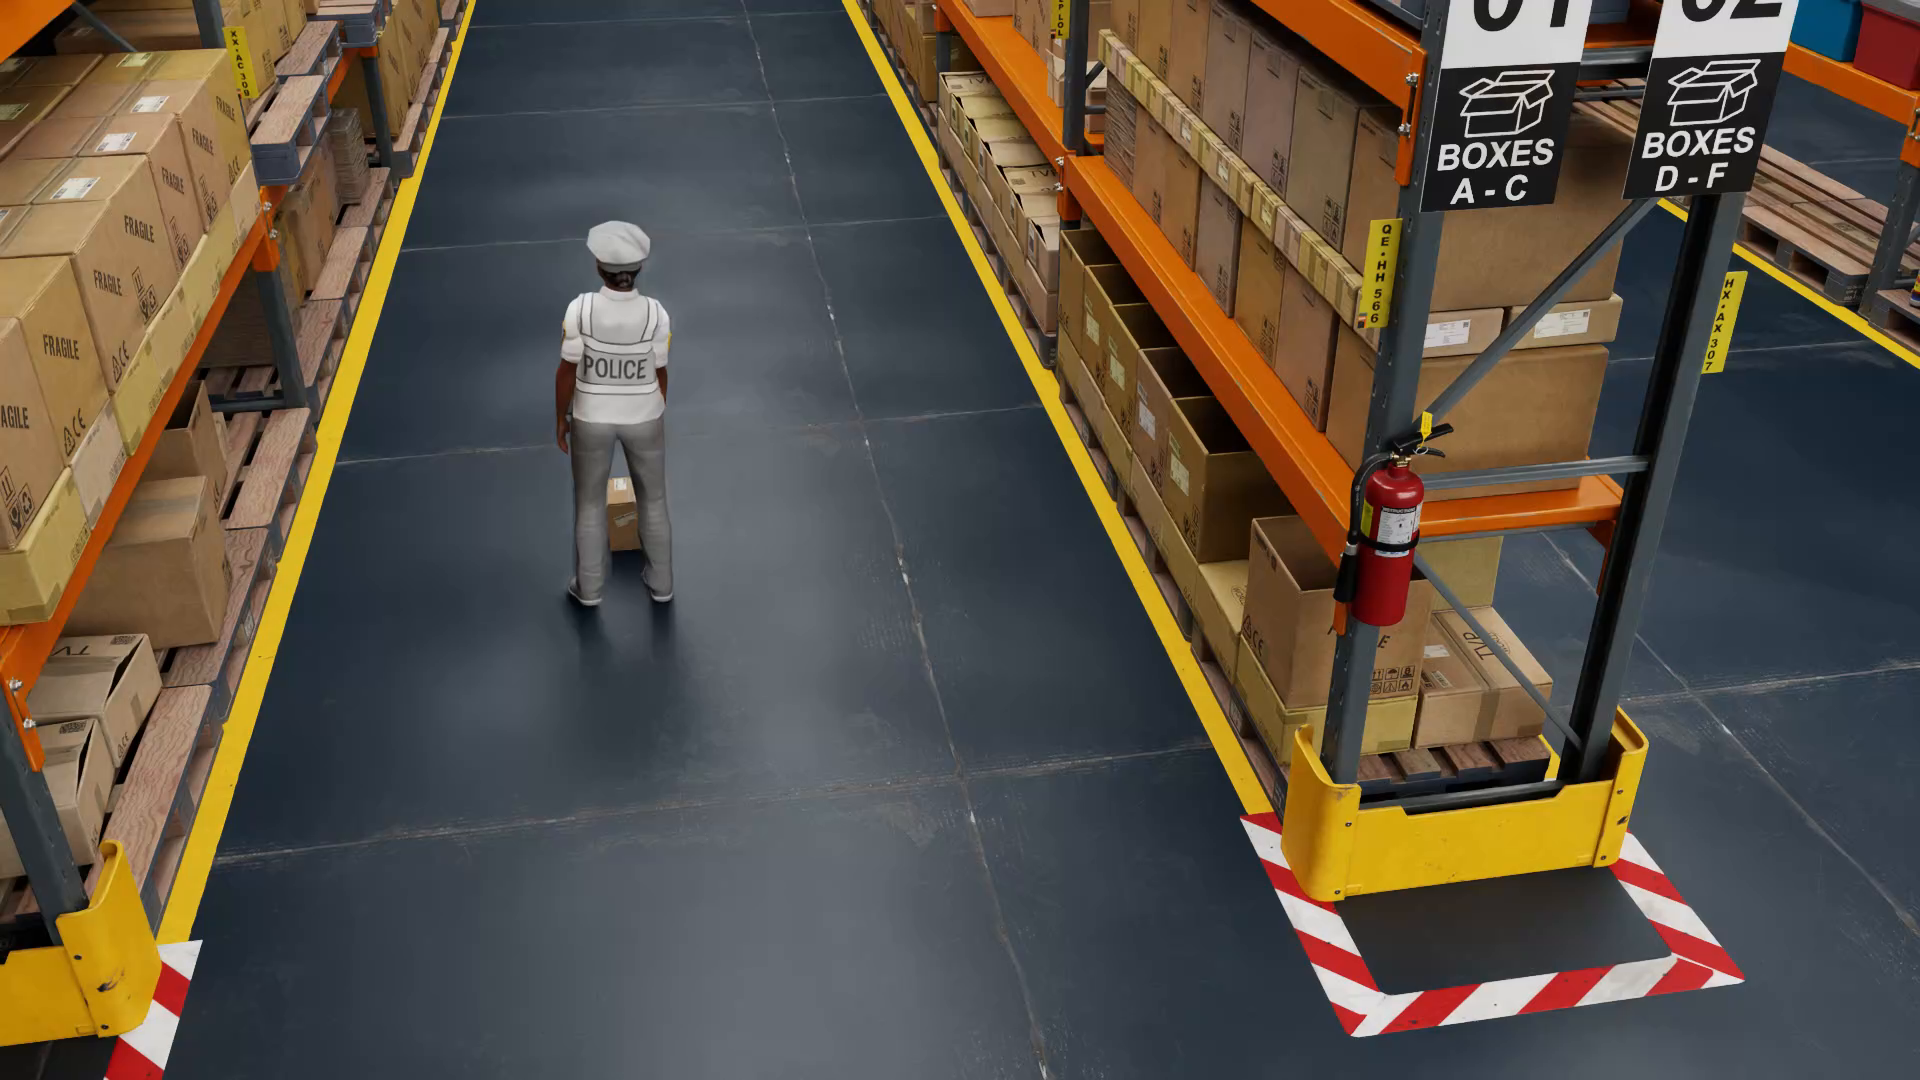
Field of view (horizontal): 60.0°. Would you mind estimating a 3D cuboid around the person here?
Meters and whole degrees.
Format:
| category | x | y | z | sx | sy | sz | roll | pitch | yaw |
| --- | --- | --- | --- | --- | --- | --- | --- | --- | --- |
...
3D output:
| category | x | y | z | sx | sy | sz | roll | pitch | yaw |
| --- | --- | --- | --- | --- | --- | --- | --- | --- | --- |
| person | -1.439 | -0.483 | 6.940 | 0.441 | 1.673 | 0.341 | -5 | 31 | -8 |
